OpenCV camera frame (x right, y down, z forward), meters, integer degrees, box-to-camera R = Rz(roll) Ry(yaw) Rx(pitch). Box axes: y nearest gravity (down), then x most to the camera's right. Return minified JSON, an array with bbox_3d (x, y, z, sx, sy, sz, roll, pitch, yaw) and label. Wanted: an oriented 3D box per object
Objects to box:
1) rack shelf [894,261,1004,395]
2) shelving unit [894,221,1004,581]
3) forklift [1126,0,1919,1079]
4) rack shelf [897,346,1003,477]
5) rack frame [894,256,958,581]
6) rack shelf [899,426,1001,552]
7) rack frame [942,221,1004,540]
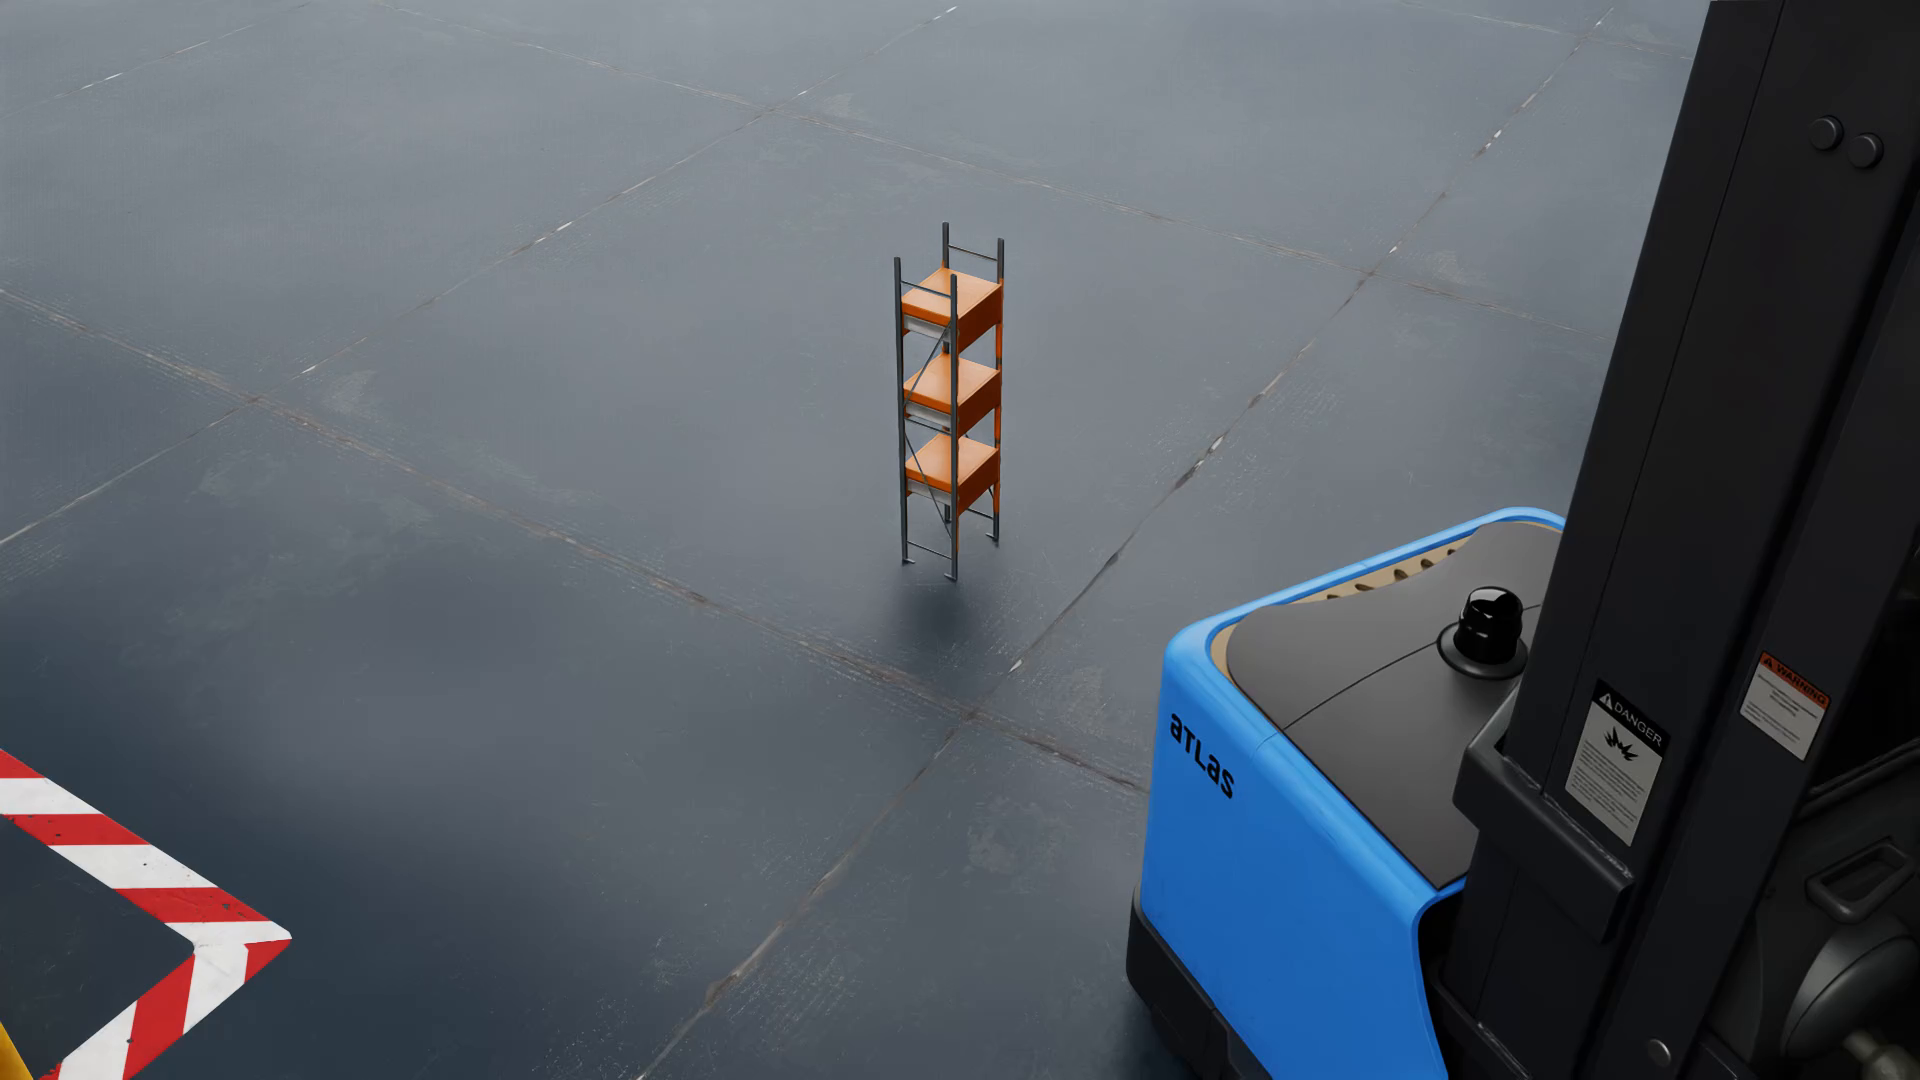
[{"bbox_3d":[-0.029,-0.605,4.727,0.215,0.259,0.240,21,42,25],"label":"rack shelf"},{"bbox_3d":[-0.029,-0.388,4.894,0.215,1.050,0.252,21,42,25],"label":"shelving unit"},{"bbox_3d":[1.523,0.527,2.166,1.130,2.935,3.031,-18,41,-22],"label":"forklift"},{"bbox_3d":[-0.029,-0.380,4.900,0.215,0.259,0.240,21,42,25],"label":"rack shelf"},{"bbox_3d":[-0.094,-0.325,4.812,0.200,1.050,0.008,21,42,25],"label":"rack frame"},{"bbox_3d":[-0.029,-0.160,5.070,0.215,0.259,0.240,21,42,25],"label":"rack shelf"},{"bbox_3d":[0.037,-0.451,4.975,0.200,1.050,0.008,21,42,25],"label":"rack frame"}]
